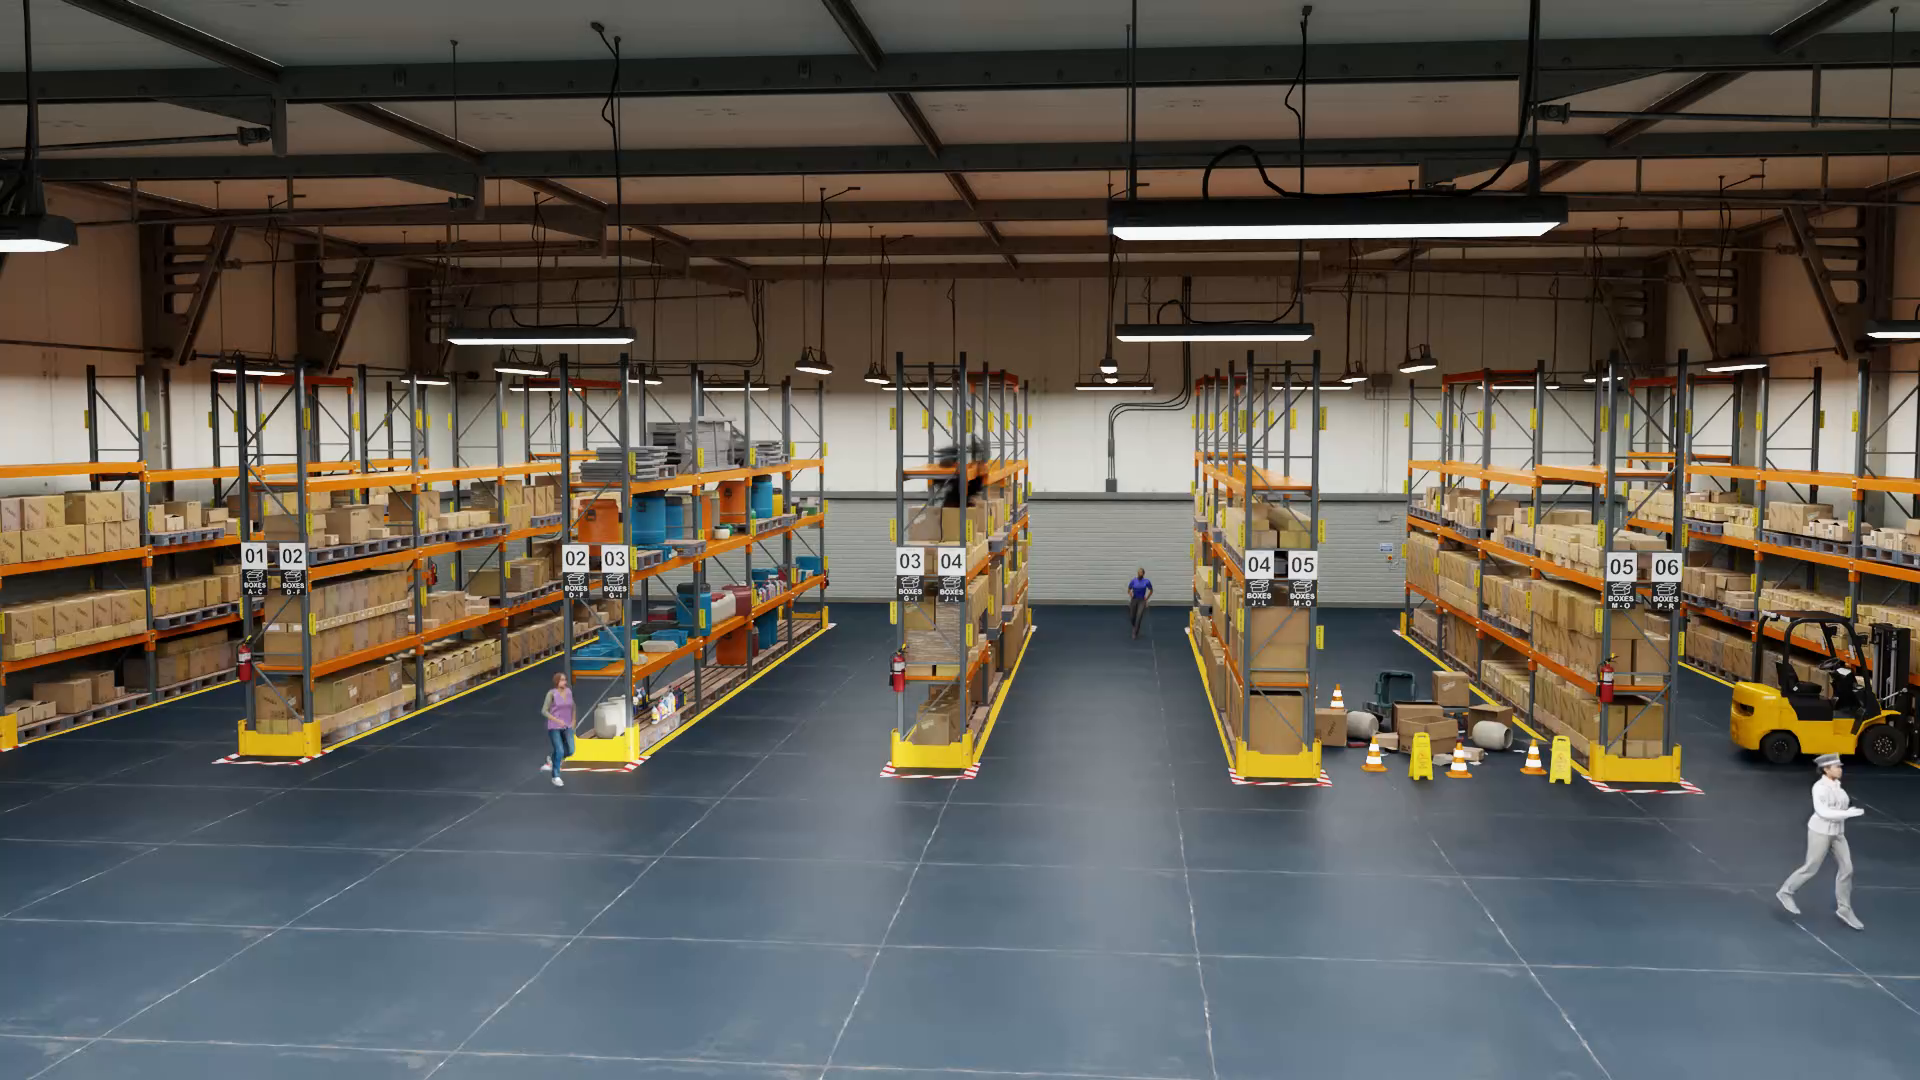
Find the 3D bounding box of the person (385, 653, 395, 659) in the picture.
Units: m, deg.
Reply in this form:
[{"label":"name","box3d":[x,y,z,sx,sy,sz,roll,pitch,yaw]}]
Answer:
[{"label":"person","box3d":[-11.496,1.811,33.277,0.574,1.660,0.548,0,4,-5]}]

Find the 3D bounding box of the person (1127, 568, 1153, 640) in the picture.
[{"label":"person","box3d":[4.163,1.466,38.472,0.593,1.650,0.787,1,4,16]}]

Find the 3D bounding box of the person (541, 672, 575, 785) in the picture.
[{"label":"person","box3d":[-5.521,2.606,23.007,0.572,1.570,0.584,4,6,44]}]

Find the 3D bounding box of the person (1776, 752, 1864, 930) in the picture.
[{"label":"person","box3d":[8.622,2.968,16.623,0.612,1.742,0.790,-3,5,-38]}]
